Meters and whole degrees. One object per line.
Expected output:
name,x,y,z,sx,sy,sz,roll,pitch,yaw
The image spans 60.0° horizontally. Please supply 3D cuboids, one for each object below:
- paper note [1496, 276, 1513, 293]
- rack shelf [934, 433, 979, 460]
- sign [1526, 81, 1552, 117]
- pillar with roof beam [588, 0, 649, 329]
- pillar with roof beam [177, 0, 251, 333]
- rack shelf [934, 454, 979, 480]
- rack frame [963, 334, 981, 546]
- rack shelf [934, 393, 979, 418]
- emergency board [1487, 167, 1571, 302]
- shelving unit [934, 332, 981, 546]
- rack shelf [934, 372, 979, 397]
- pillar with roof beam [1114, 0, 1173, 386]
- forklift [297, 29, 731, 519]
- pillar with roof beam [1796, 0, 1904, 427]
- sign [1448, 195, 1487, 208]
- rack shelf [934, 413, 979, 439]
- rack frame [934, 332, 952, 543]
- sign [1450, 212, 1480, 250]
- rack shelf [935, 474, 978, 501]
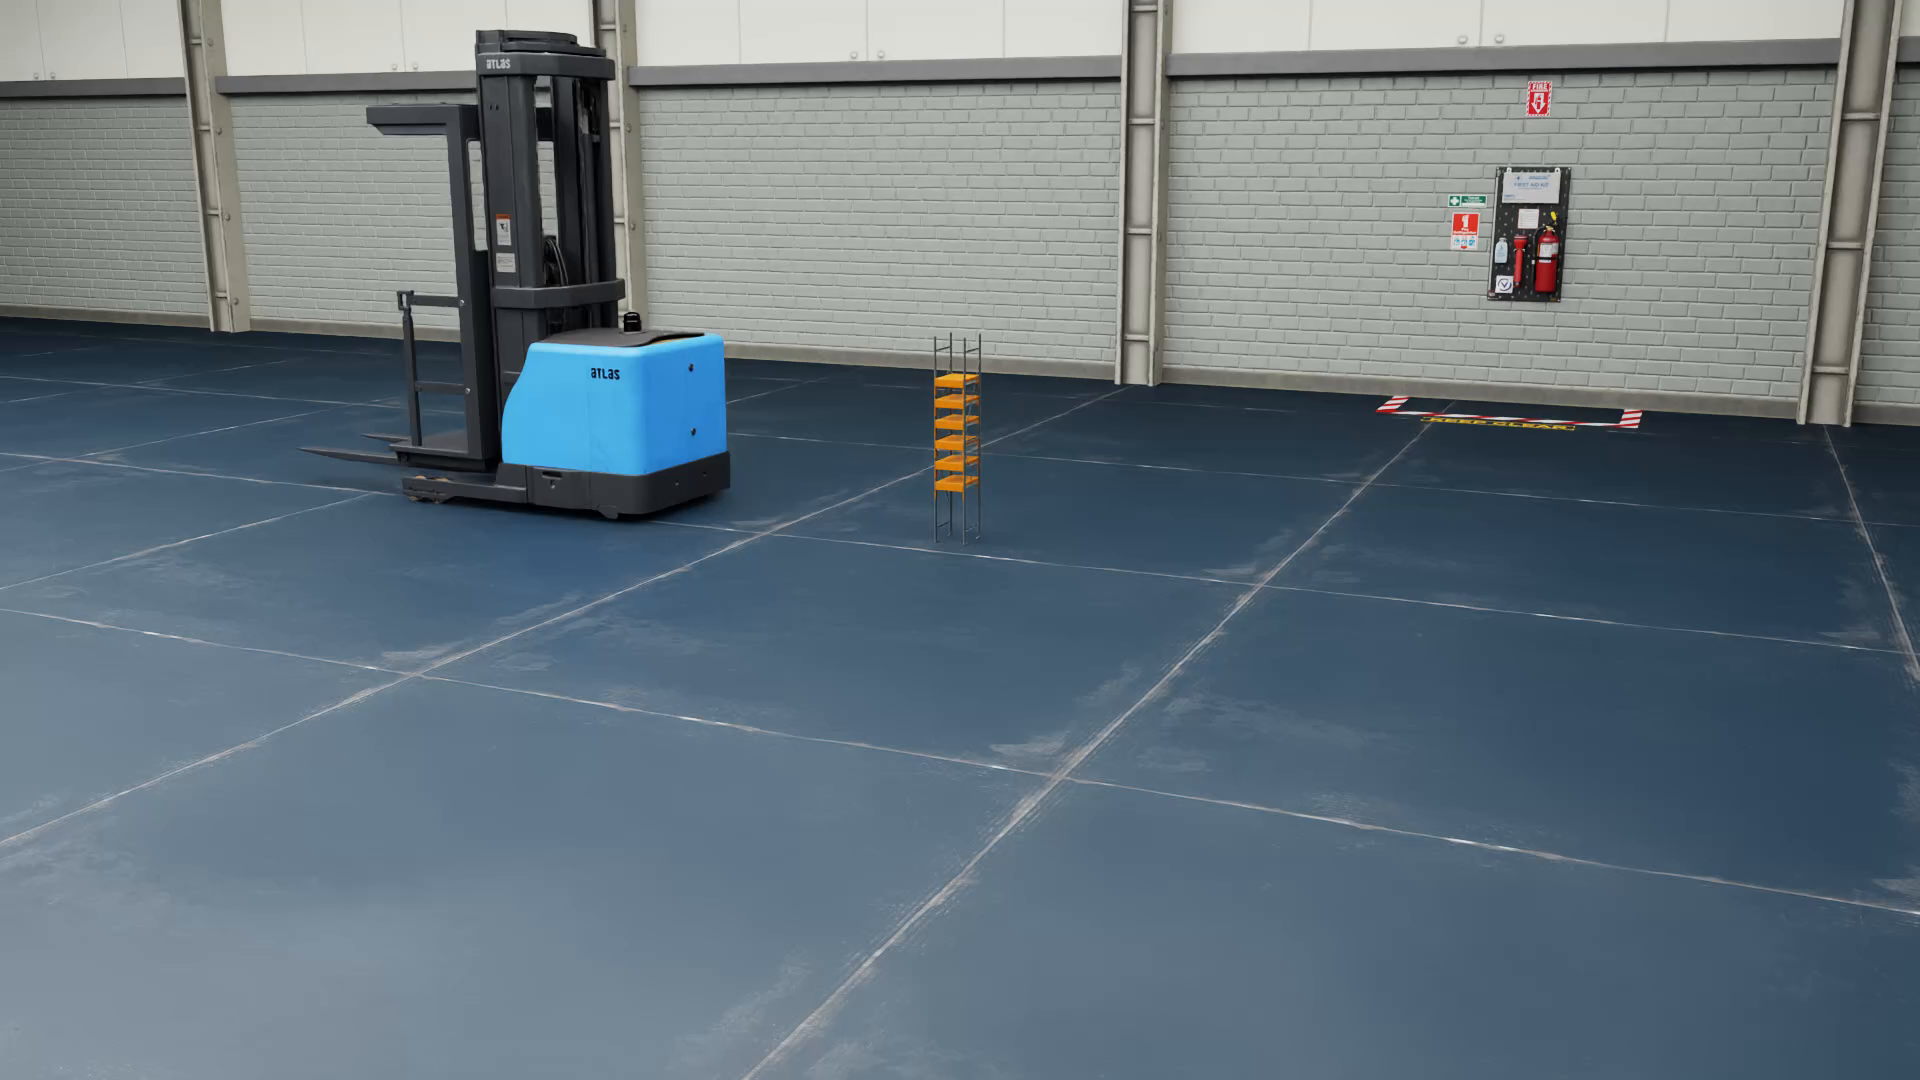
paper note,4.861,-2.283,14.845,0.142,0.148,0.016,6,14,23
rack shelf,-0.013,-0.542,9.634,0.180,0.103,0.258,6,14,23
sign,5.027,-3.831,14.440,0.199,0.298,0.001,6,14,23
pillar with roof beam,-5.477,-5.576,13.819,0.400,9.000,9.100,6,14,23
pillar with roof beam,-10.963,-6.131,16.185,0.400,9.000,9.100,6,14,23
rack shelf,-0.013,-0.425,9.661,0.180,0.103,0.258,6,14,23
rack frame,0.070,-0.577,9.587,0.006,1.200,0.240,6,14,23
rack shelf,-0.013,-0.776,9.579,0.180,0.103,0.258,6,14,23
emergency board,4.994,-2.681,14.613,0.643,1.169,0.194,6,14,23
shelving unit,-0.013,-0.585,9.623,0.189,1.200,0.258,6,14,23
rack shelf,-0.013,-0.893,9.551,0.180,0.103,0.258,6,14,23
pillar with roof beam,0.009,-5.021,11.453,0.400,9.000,9.100,6,14,23
forklift,-3.065,-1.761,10.845,3.031,2.935,1.130,6,15,25
pillar with roof beam,5.495,-4.466,9.087,0.400,9.000,9.100,6,14,23
sign,4.531,-3.026,14.848,0.331,0.109,0.001,6,14,23
rack shelf,-0.013,-0.659,9.606,0.180,0.103,0.258,6,14,23
rack frame,-0.097,-0.594,9.660,0.006,1.200,0.240,6,14,23
sign,4.531,-2.771,14.919,0.234,0.329,0.001,6,14,23
rack shelf,-0.013,-0.309,9.688,0.180,0.103,0.258,6,14,23
